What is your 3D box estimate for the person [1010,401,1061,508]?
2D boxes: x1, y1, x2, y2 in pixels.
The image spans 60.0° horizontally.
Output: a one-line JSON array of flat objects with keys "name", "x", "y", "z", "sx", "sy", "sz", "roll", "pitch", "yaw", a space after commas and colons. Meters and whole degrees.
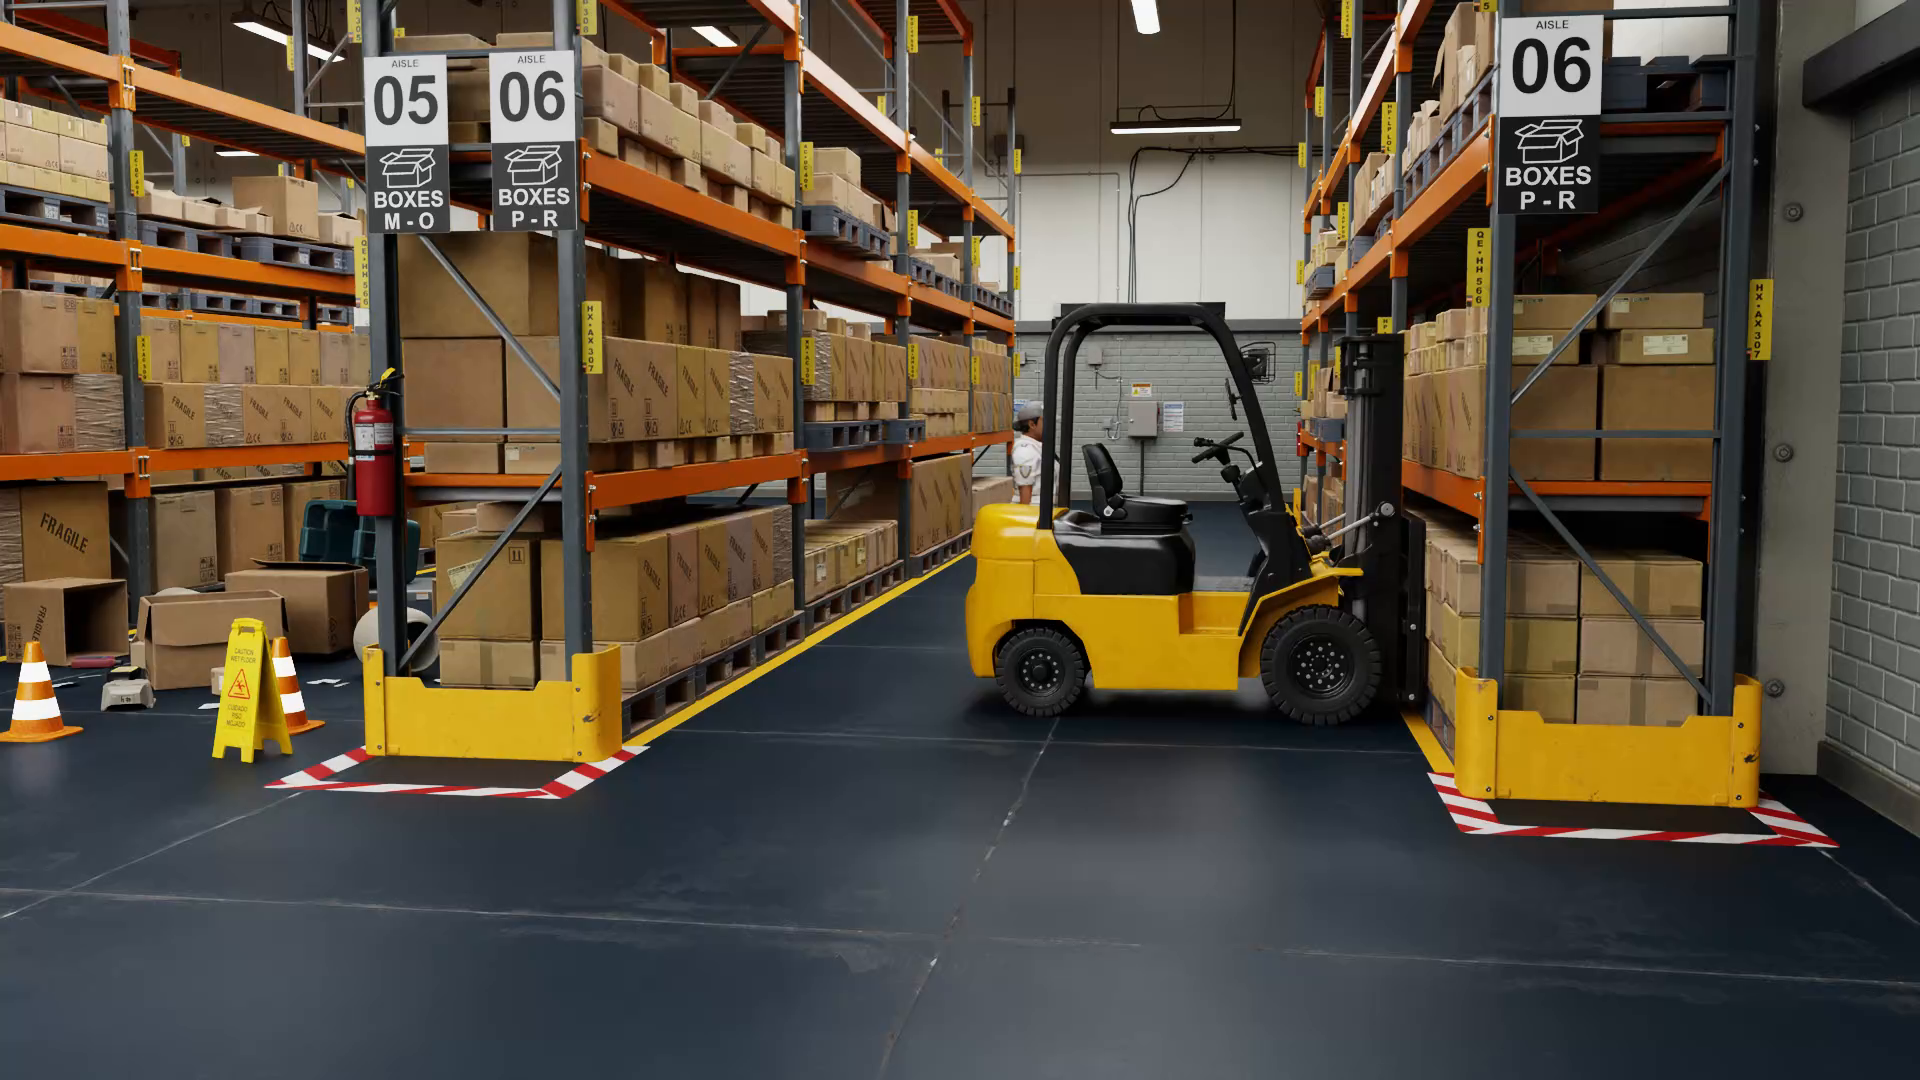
[{"name": "person", "x": 0.493, "y": -0.068, "z": 10.797, "sx": 0.393, "sy": 1.662, "sz": 0.466, "roll": 1, "pitch": 5, "yaw": 10}]
